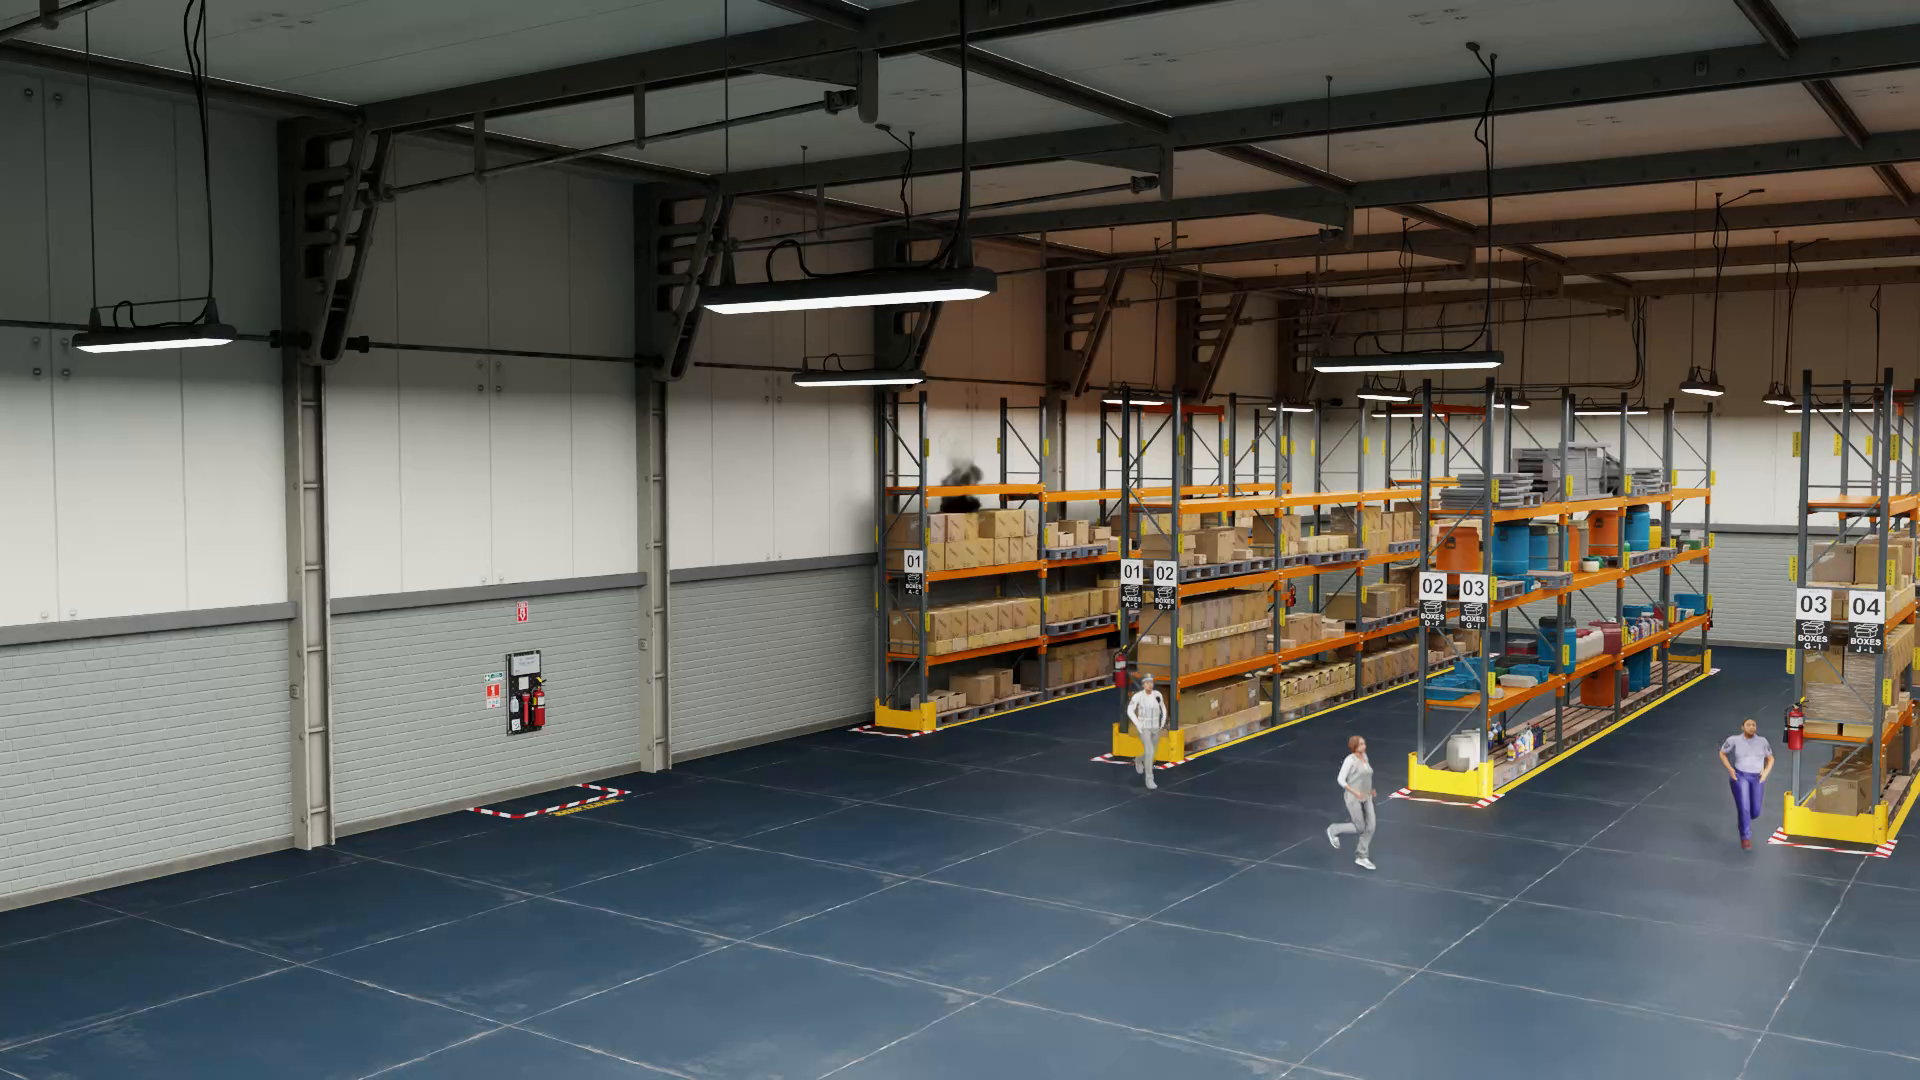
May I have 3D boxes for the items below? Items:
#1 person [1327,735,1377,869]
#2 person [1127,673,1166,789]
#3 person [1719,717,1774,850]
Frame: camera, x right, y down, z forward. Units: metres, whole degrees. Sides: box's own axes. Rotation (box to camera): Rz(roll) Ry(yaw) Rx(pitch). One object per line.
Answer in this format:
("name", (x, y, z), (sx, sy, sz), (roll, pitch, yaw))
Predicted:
("person", (4.740, 3.122, 20.000), (0.535, 1.575, 0.664), (-3, 4, -38))
("person", (2.766, 2.803, 24.703), (0.617, 1.710, 0.723), (-1, 3, -18))
("person", (9.938, 3.037, 21.023), (0.628, 1.635, 0.740), (0, 3, 9))
